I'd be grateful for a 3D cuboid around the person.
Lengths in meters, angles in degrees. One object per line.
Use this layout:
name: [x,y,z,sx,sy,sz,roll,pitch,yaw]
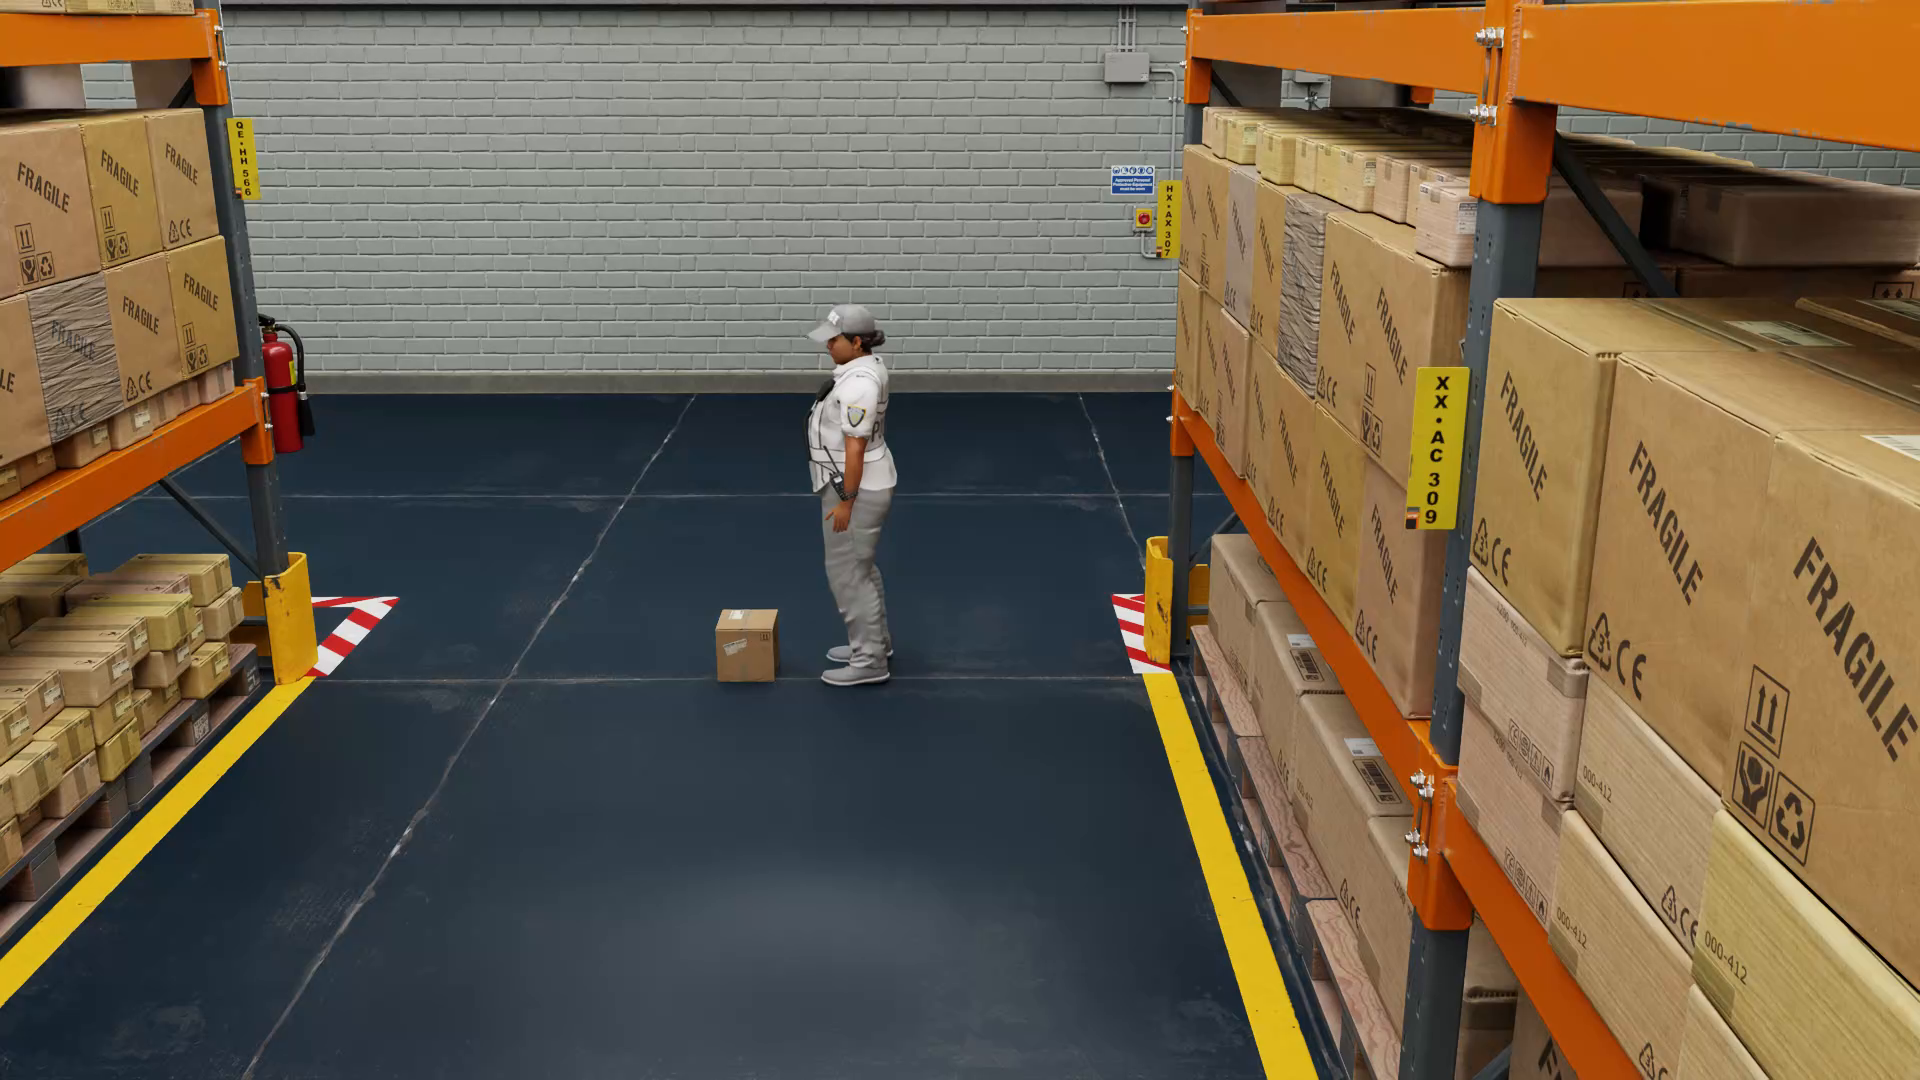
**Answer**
person: [-0.467,-0.198,7.198,0.390,1.662,0.469,0,17,0]
